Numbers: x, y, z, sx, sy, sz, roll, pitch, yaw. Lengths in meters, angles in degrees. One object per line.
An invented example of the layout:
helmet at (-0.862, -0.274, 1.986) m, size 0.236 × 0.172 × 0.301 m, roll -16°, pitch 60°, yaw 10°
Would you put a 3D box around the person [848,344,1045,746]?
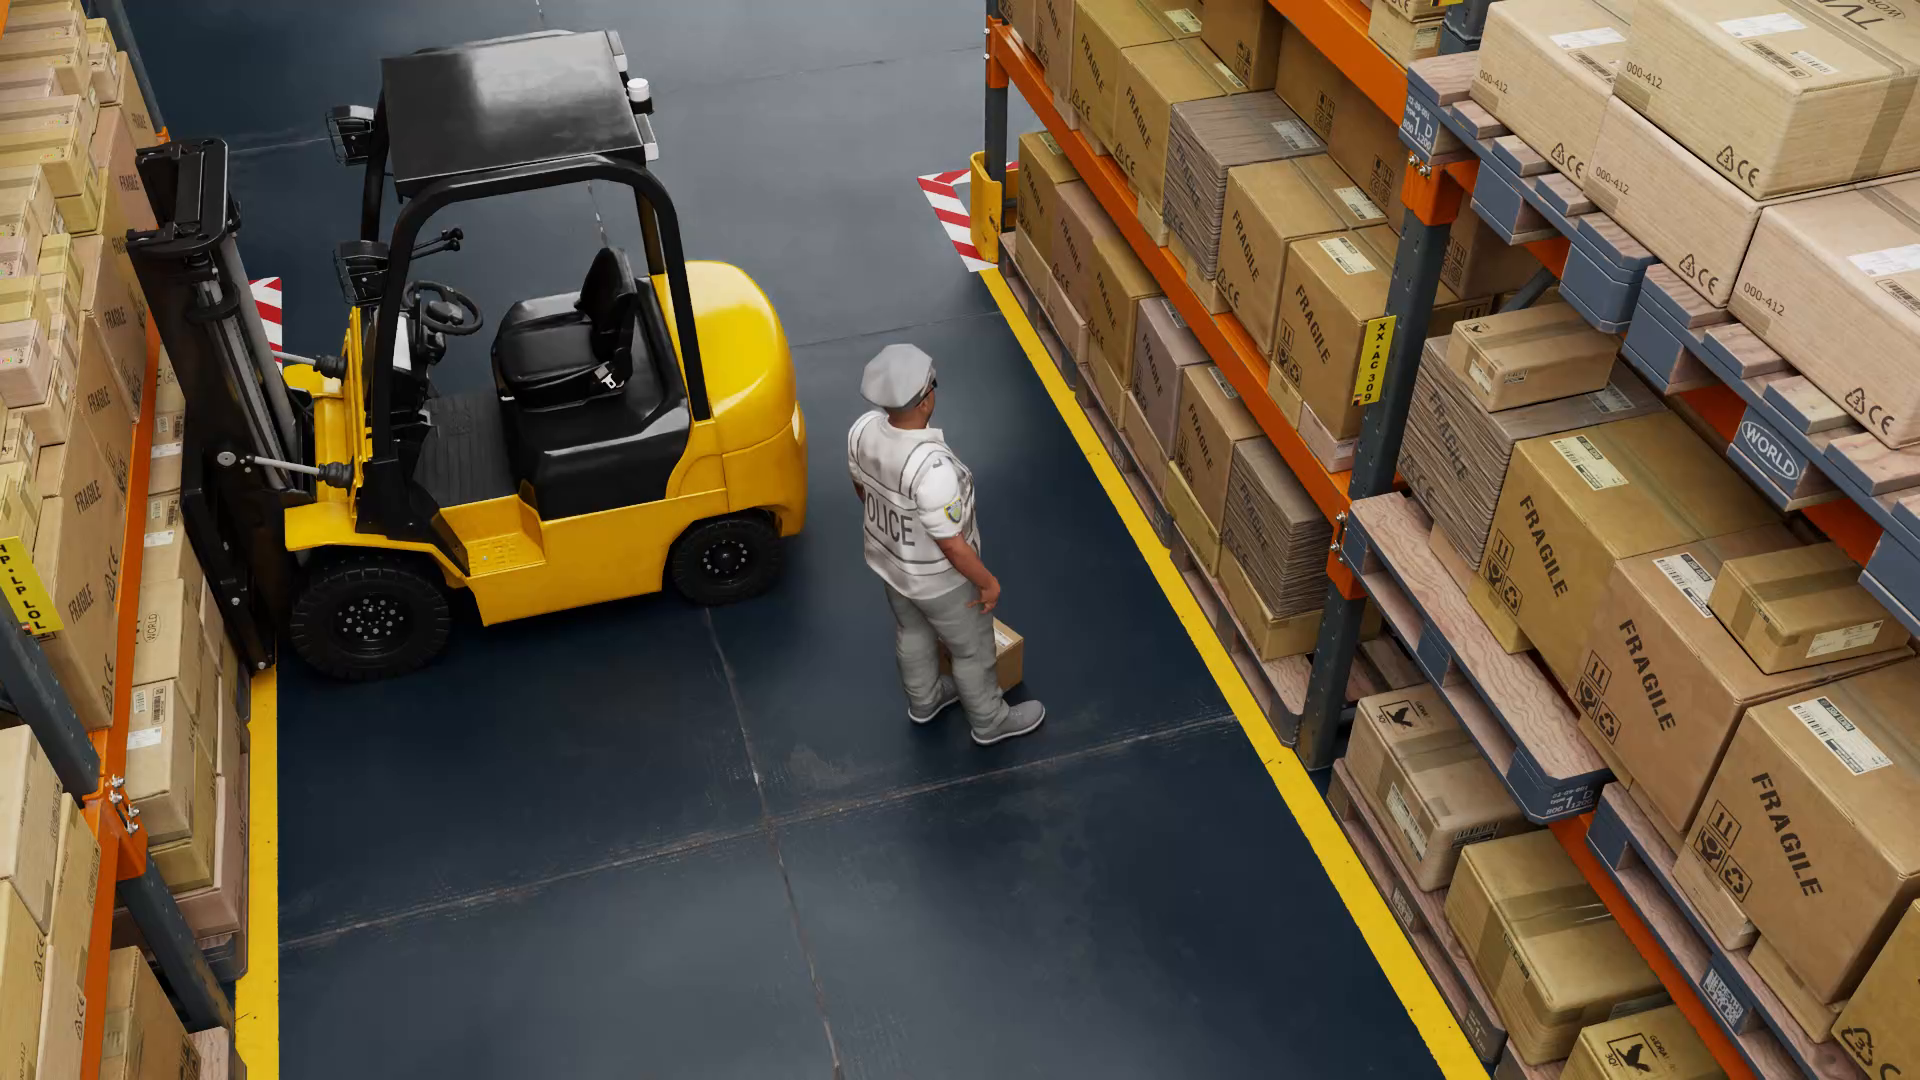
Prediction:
person at (-0.057, 0.020, 6.096) m, size 0.574 × 1.780 × 0.640 m, roll -31°, pitch 50°, yaw -30°
